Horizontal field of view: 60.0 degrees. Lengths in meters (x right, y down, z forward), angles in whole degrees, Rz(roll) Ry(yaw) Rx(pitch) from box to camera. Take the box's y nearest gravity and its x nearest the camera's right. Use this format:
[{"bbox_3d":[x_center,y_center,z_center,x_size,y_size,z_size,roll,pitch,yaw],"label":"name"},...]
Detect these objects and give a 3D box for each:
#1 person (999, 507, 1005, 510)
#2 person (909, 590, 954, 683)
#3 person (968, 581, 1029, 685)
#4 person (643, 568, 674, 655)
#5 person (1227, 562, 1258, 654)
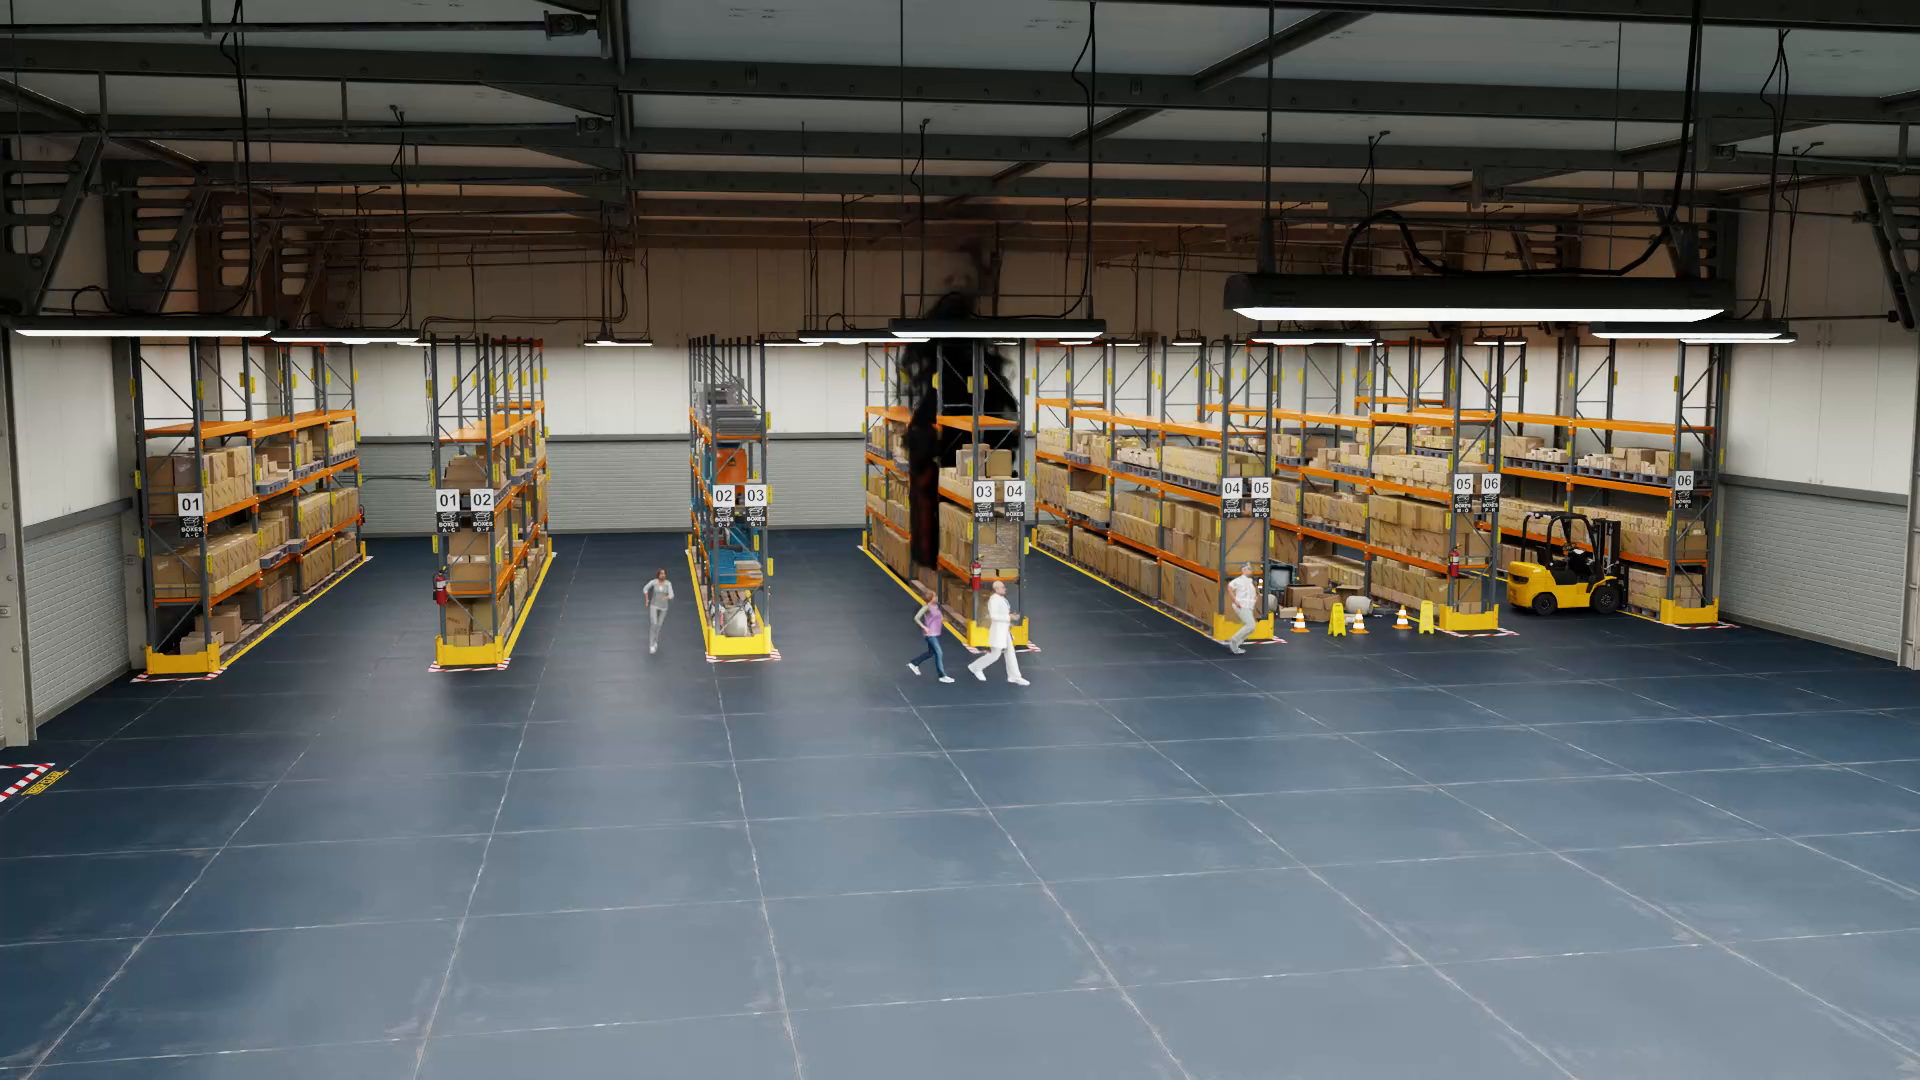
[{"bbox_3d":[1.064,-0.706,48.732,0.676,1.702,0.571,5,8,36],"label":"person"},{"bbox_3d":[-0.504,1.641,28.632,0.889,1.576,0.542,3,7,22],"label":"person"},{"bbox_3d":[0.659,1.581,28.318,1.049,1.781,0.710,2,7,16],"label":"person"},{"bbox_3d":[-5.726,1.331,31.654,0.538,1.625,0.751,-3,7,-21],"label":"person"},{"bbox_3d":[5.391,1.268,31.406,0.546,1.708,0.673,4,7,28],"label":"person"}]
